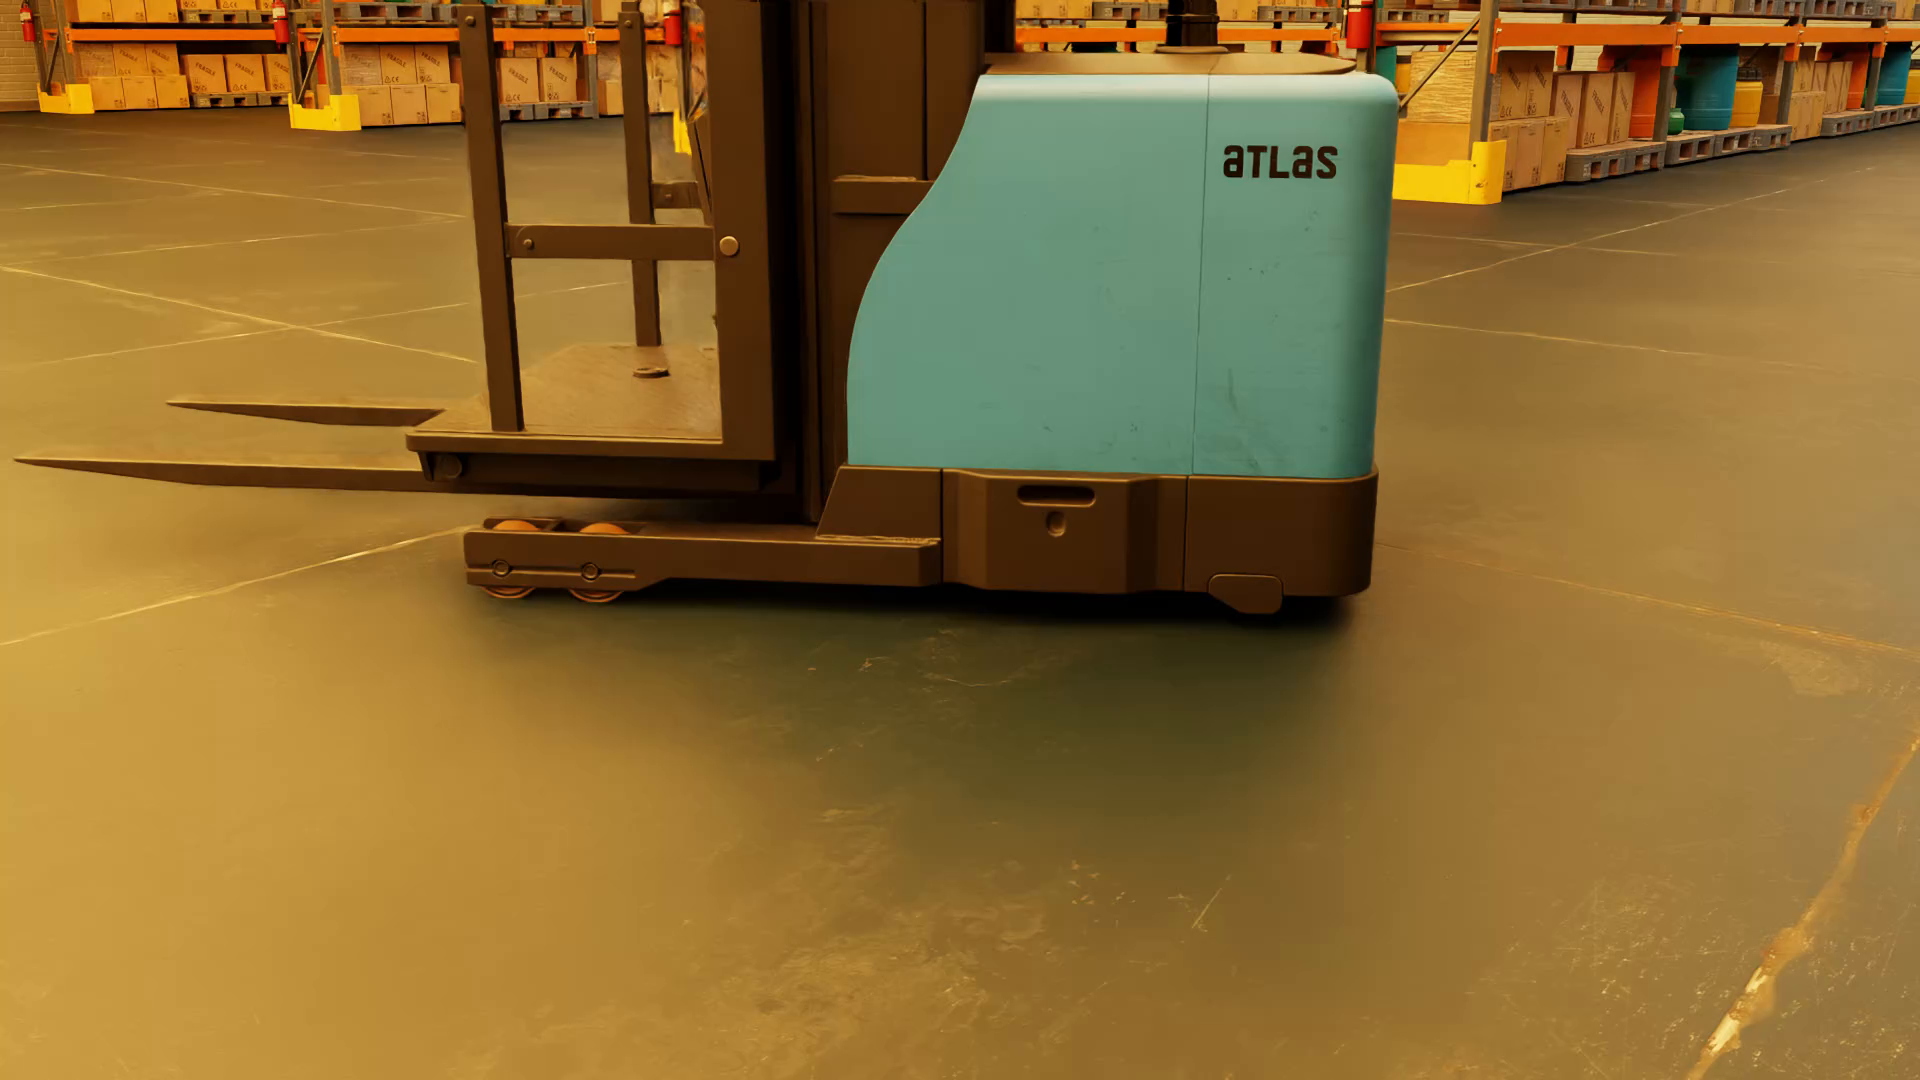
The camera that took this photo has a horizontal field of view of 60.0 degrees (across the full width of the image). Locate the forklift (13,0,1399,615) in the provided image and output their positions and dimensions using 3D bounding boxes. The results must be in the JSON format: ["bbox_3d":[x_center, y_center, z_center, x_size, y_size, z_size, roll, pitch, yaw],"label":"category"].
[{"bbox_3d":[-0.616,-1.419,3.570,3.031,2.935,1.130,2,17,6],"label":"forklift"}]
